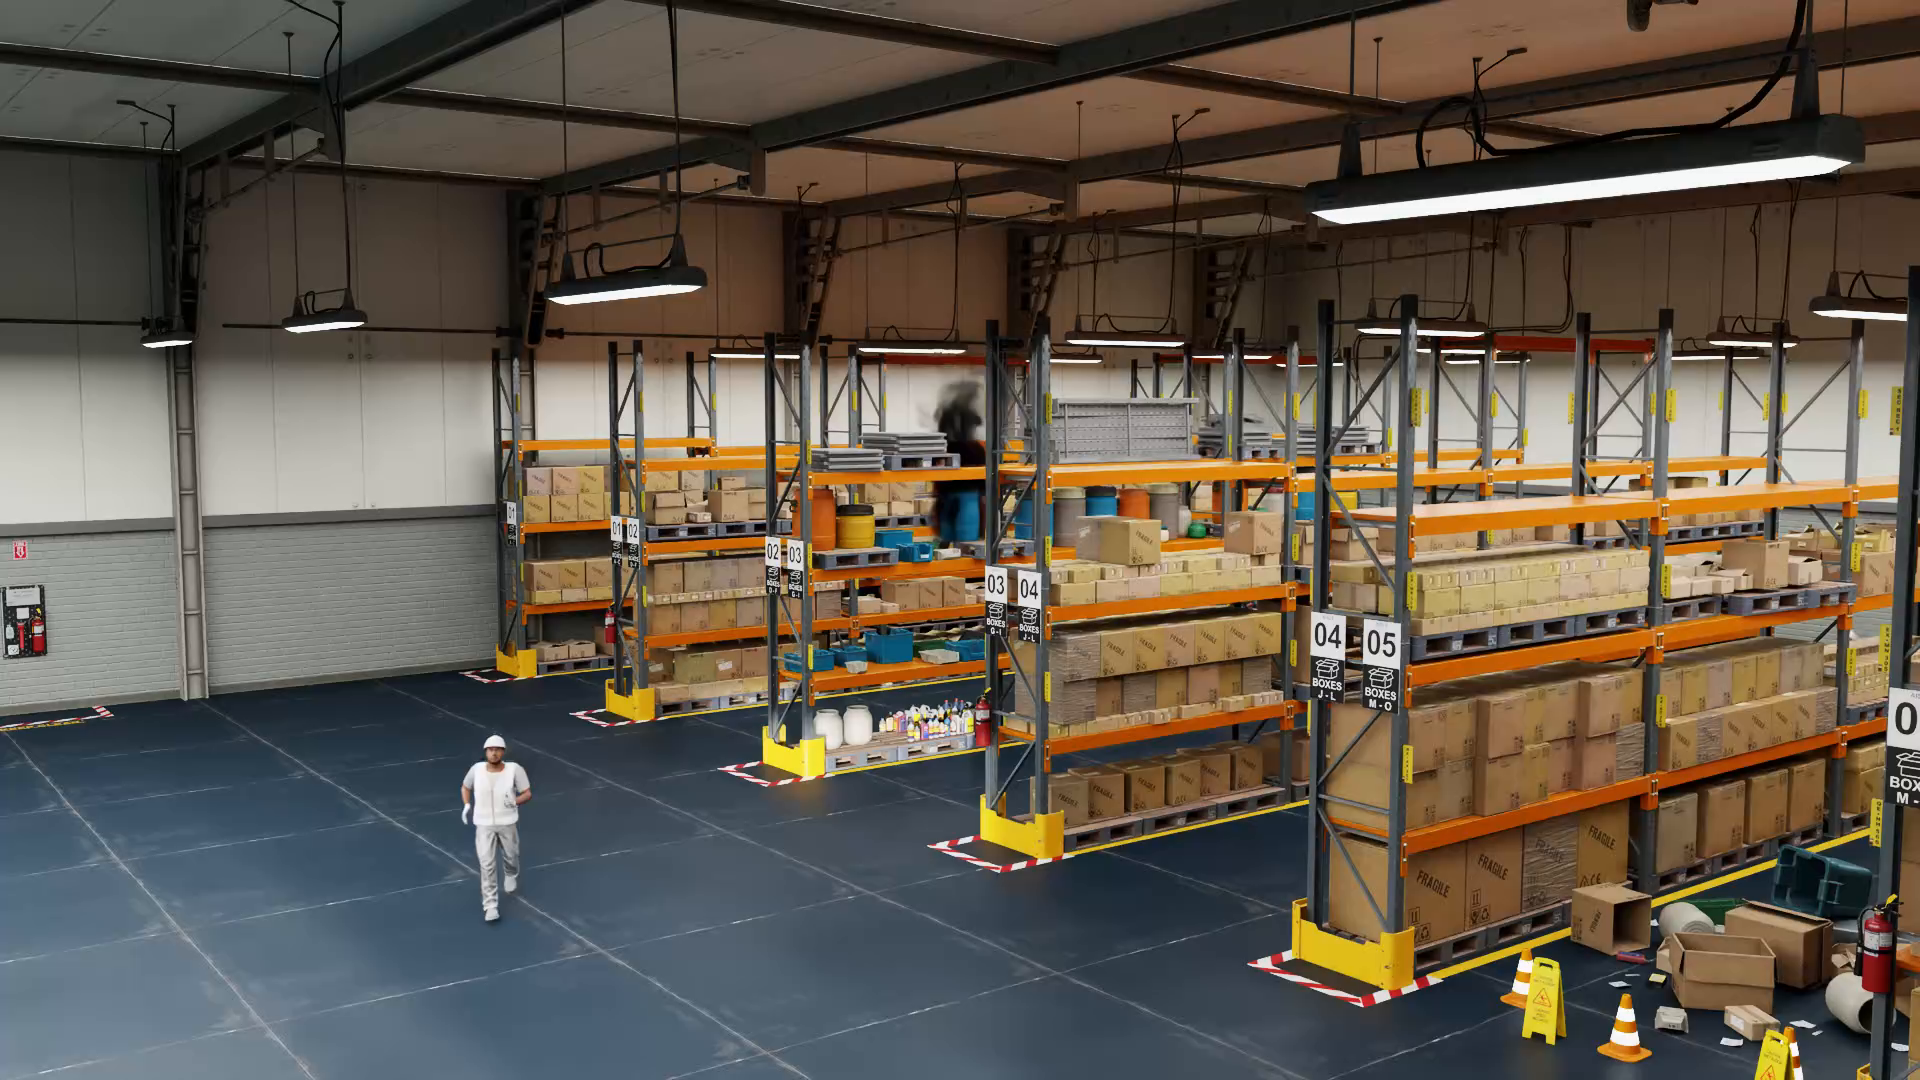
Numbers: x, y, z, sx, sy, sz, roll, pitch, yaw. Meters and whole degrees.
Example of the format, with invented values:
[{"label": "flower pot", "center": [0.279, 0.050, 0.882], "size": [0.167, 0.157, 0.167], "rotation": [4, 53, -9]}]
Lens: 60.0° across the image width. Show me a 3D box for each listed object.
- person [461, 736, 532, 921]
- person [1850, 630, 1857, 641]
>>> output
[{"label": "person", "center": [-4.618, 2.823, 16.568], "size": [0.696, 1.763, 0.946], "rotation": [-1, 5, -11]}, {"label": "person", "center": [12.769, 2.164, 24.065], "size": [0.680, 1.730, 0.634], "rotation": [-4, 6, -39]}]
